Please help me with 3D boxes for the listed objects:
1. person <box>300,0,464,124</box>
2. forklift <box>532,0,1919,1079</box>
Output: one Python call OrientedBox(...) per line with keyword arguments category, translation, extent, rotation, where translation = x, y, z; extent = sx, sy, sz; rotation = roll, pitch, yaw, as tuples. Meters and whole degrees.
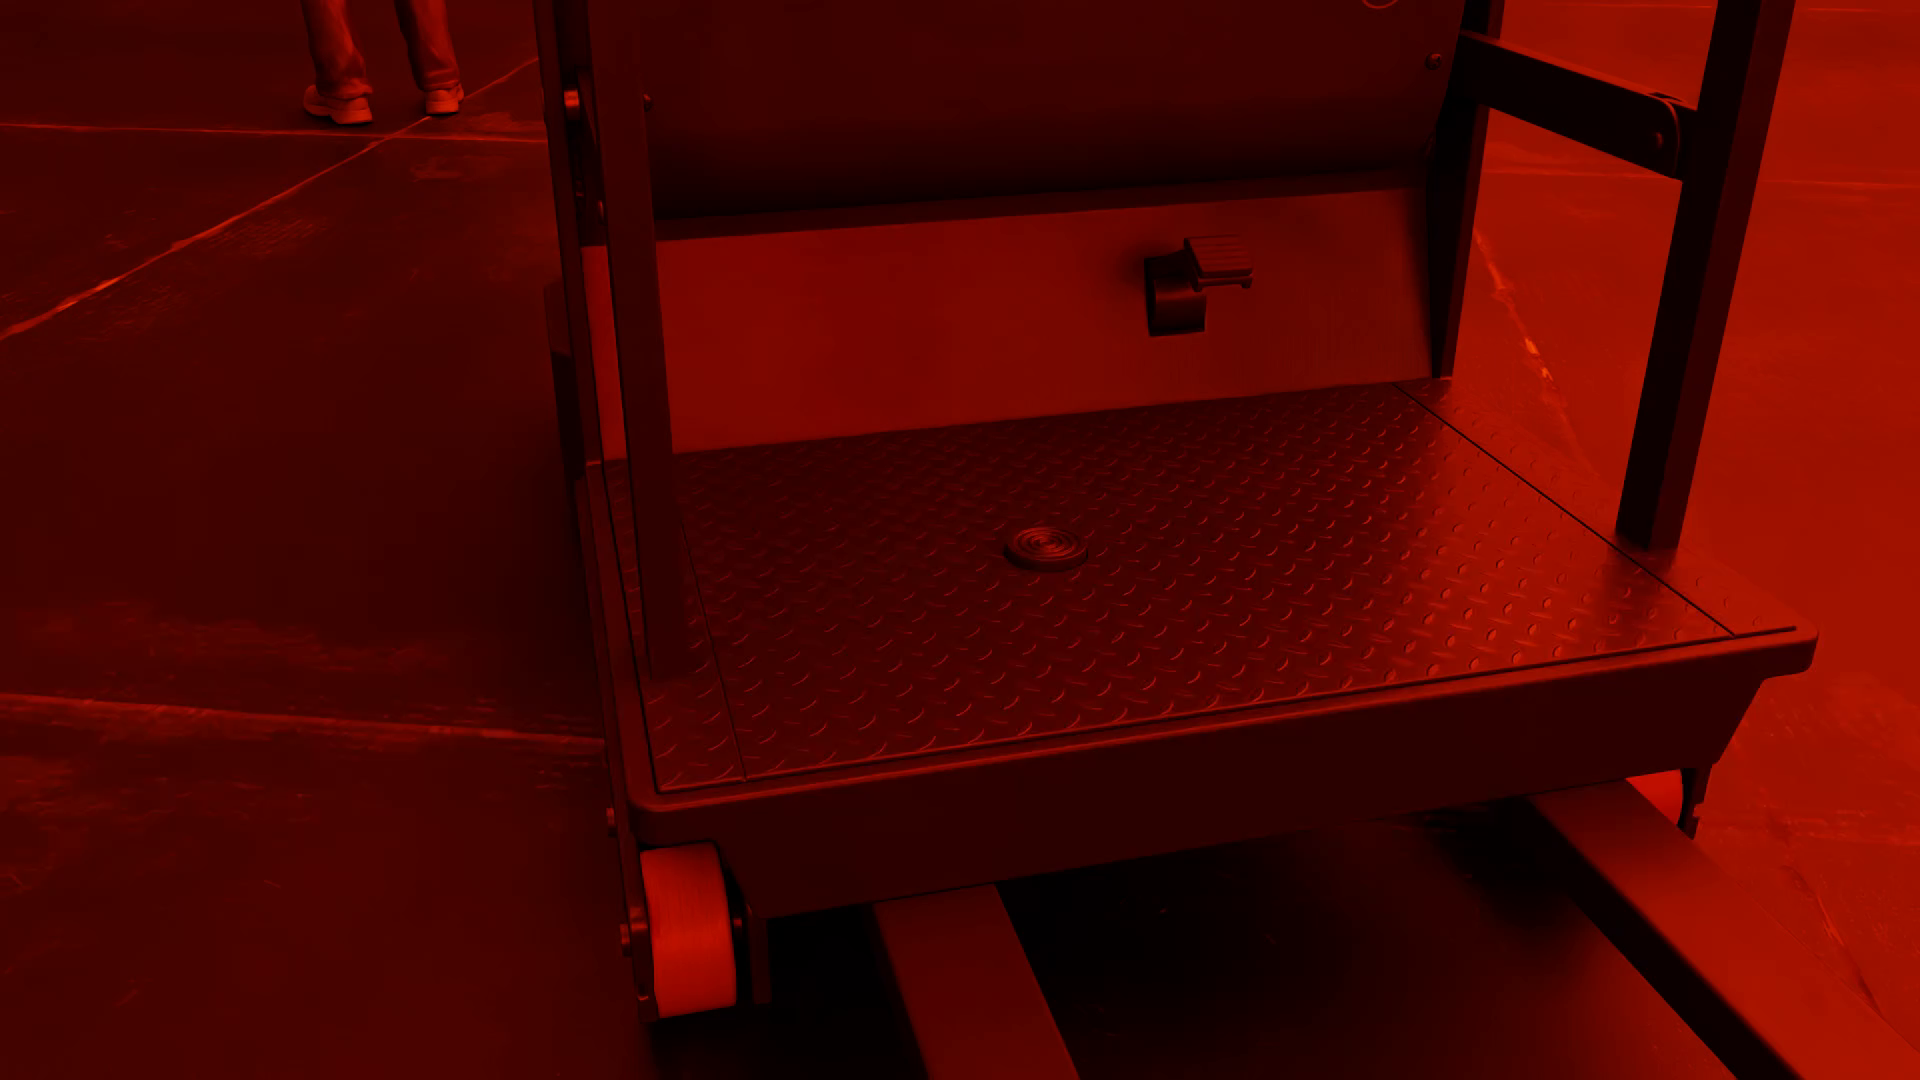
OrientedBox(category="person", translation=(-1.808, -2.119, 4.762), extent=(0.605, 1.772, 0.392), rotation=(-16, 31, -29))
OrientedBox(category="forklift", translation=(0.153, -1.020, 1.333), extent=(1.129, 2.867, 3.031), rotation=(-7, 27, -13))
